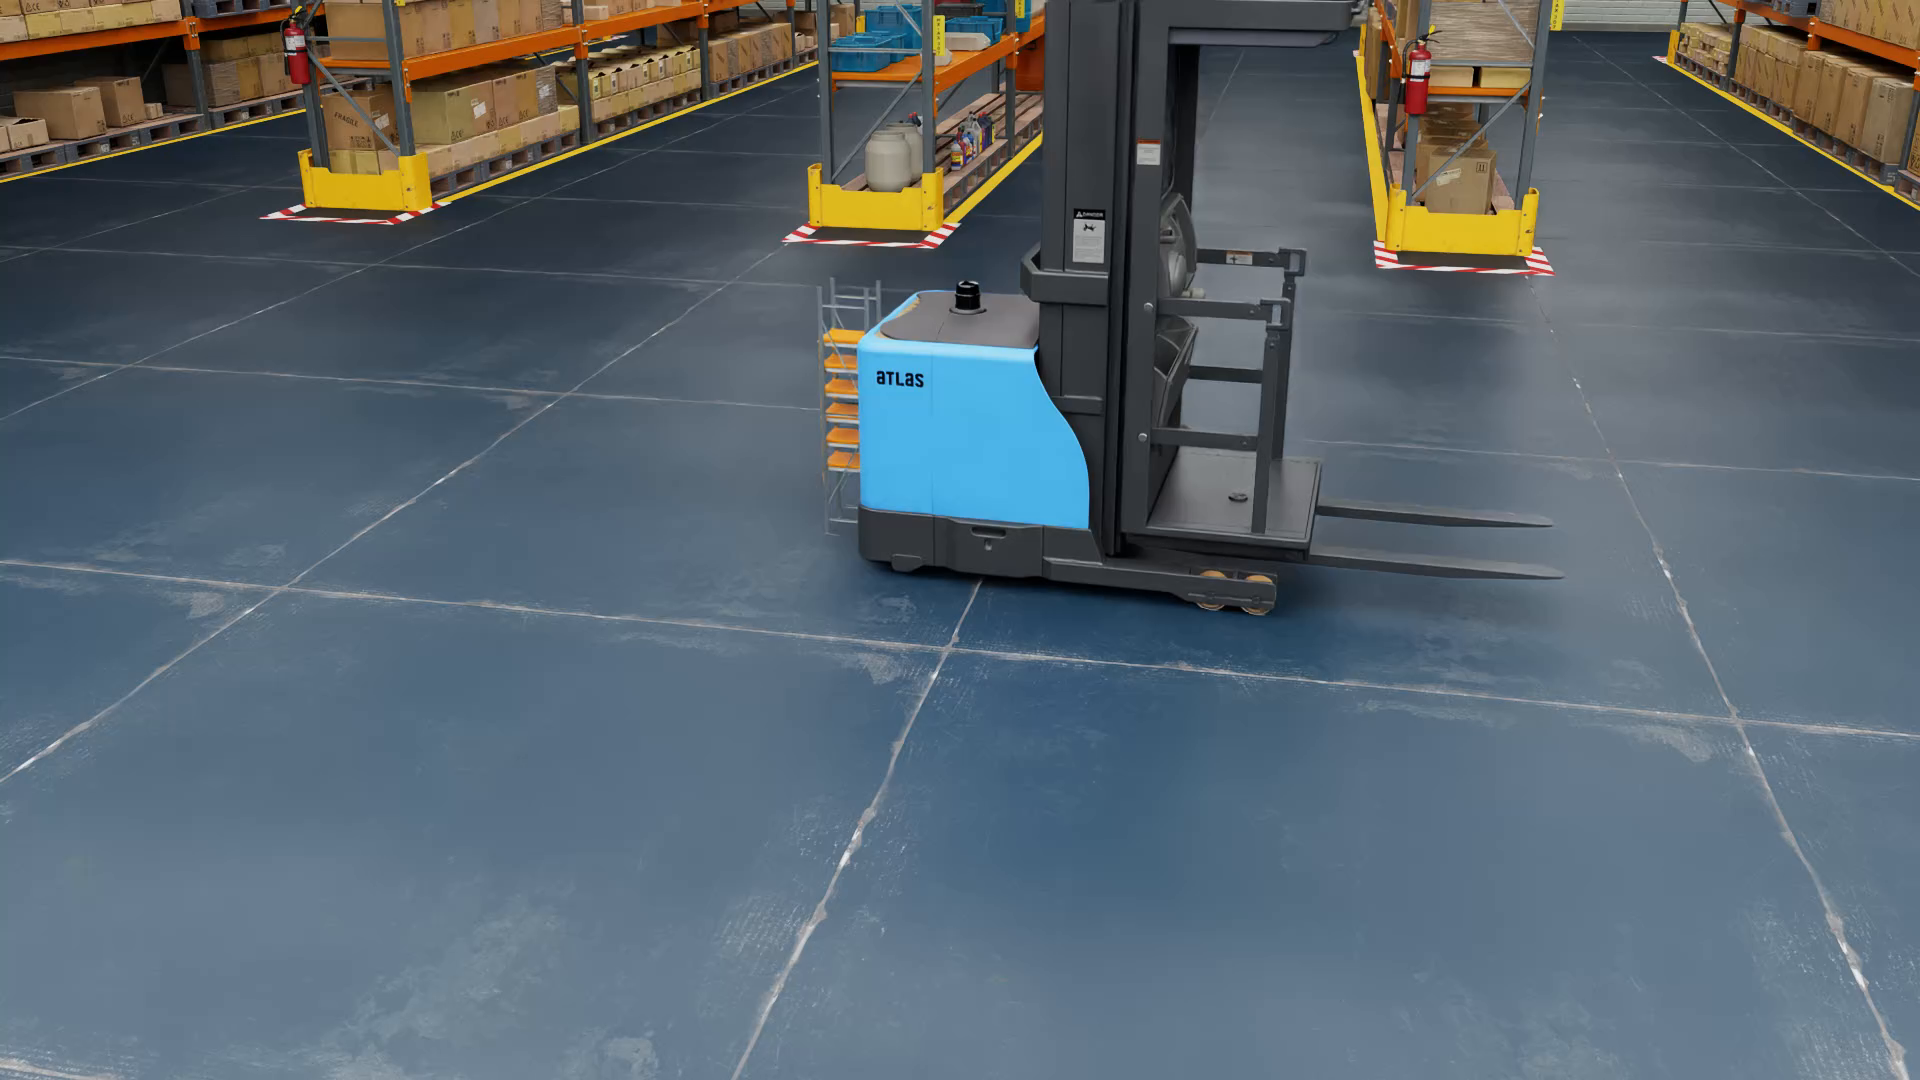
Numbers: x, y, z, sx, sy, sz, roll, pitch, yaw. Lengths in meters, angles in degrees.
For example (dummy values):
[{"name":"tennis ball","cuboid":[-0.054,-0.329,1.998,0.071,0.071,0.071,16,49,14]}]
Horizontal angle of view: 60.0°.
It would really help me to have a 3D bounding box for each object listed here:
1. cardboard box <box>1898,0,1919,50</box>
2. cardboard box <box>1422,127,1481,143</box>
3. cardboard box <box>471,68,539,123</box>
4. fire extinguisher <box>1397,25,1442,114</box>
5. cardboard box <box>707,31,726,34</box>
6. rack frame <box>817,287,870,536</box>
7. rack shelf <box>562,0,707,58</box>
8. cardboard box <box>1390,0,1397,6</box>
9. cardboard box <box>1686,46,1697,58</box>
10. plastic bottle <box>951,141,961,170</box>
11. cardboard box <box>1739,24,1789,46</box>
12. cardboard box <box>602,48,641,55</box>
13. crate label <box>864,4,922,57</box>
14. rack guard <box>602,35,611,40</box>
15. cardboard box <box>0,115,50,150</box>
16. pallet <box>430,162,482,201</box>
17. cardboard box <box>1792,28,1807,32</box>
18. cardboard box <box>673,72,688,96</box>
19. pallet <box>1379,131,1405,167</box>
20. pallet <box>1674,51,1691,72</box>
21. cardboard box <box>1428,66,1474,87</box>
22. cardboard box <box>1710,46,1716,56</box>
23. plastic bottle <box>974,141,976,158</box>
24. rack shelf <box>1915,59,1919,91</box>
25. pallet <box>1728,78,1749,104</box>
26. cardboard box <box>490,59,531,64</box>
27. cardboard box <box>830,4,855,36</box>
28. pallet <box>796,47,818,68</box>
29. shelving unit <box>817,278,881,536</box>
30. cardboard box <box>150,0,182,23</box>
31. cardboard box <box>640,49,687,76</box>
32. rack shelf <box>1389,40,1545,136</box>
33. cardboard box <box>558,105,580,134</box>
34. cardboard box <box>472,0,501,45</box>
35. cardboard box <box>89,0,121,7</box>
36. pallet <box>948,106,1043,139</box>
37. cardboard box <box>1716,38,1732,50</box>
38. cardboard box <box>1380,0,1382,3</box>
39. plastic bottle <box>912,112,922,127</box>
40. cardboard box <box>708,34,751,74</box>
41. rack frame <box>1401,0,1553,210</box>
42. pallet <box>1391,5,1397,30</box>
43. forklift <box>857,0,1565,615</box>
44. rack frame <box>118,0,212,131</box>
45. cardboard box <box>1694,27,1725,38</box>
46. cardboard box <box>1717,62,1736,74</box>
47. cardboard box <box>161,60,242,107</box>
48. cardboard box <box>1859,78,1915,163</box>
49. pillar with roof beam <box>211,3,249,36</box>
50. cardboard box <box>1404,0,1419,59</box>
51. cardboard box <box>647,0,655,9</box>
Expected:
[{"name":"cardboard box","cuboid":[9.629,-5.099,16.365,0.500,0.500,0.500,4,22,11]},{"name":"cardboard box","cuboid":[4.512,-3.505,15.324,0.500,0.500,0.500,7,23,16]},{"name":"cardboard box","cuboid":[-4.840,-4.729,17.694,0.500,0.500,0.500,4,22,11]},{"name":"fire extinguisher","cuboid":[3.659,-3.751,13.255,0.296,0.674,0.183,4,22,11]},{"name":"cardboard box","cuboid":[-3.764,-7.262,24.627,0.500,0.500,0.500,4,22,9]},{"name":"rack frame","cuboid":[-0.524,-0.570,7.662,0.240,1.200,0.006,5,23,13]},{"name":"rack shelf","cuboid":[-4.340,-6.411,20.719,1.077,0.370,4.000,4,22,11]},{"name":"cardboard box","cuboid":[5.198,-6.249,18.993,0.500,0.250,0.500,4,22,9]},{"name":"cardboard box","cuboid":[11.636,-7.657,26.104,0.380,0.149,0.250,5,22,12]},{"name":"plastic bottle","cuboid":[-0.040,-3.749,16.210,0.097,0.271,0.097,0,22,0]},{"name":"cardboard box","cuboid":[11.007,-6.900,22.751,0.500,0.250,0.500,3,22,9]},{"name":"cardboard box","cuboid":[-4.425,-6.293,21.832,0.500,0.311,0.500,4,22,10]},{"name":"crate label","cuboid":[-0.605,-4.881,15.911,0.502,0.435,0.616,4,22,11]},{"name":"rack guard","cuboid":[-7.144,-9.627,31.088,1.175,0.500,0.348,4,22,11]},{"name":"cardboard box","cuboid":[-10.069,-4.338,17.619,0.500,0.311,0.500,6,23,15]},{"name":"pallet","cuboid":[-5.449,-3.539,16.359,1.003,0.211,1.213,4,22,11]},{"name":"cardboard box","cuboid":[11.394,-6.672,22.184,0.500,0.250,0.500,6,23,13]},{"name":"cardboard box","cuboid":[-3.902,-5.995,21.843,0.500,0.250,0.500,4,22,10]},{"name":"pallet","cuboid":[5.107,-4.248,18.118,1.003,0.211,1.213,4,22,11]},{"name":"pallet","cuboid":[12.017,-7.614,26.477,1.003,0.211,1.213,4,22,11]},{"name":"cardboard box","cuboid":[3.989,-3.797,13.602,0.380,0.149,0.250,4,22,11]},{"name":"cardboard box","cuboid":[11.430,-7.295,24.808,0.380,0.149,0.250,5,22,12]},{"name":"plastic bottle","cuboid":[0.112,-3.990,16.902,0.097,0.201,0.097,0,22,0]},{"name":"rack shelf","cuboid":[9.376,-3.776,14.177,1.077,0.370,4.000,4,22,11]},{"name":"pallet","cuboid":[11.259,-6.189,22.938,1.003,0.211,1.213,4,22,11]},{"name":"cardboard box","cuboid":[-5.149,-5.134,18.702,0.500,0.500,0.500,4,22,11]},{"name":"cardboard box","cuboid":[-2.169,-9.228,29.510,0.500,0.500,0.500,4,22,11]},{"name":"pallet","cuboid":[-2.974,-7.896,27.177,1.003,0.211,1.213,4,22,11]},{"name":"shelving unit","cuboid":[-0.501,-0.603,7.744,0.258,1.200,0.189,5,23,13]},{"name":"cardboard box","cuboid":[-9.398,-6.133,19.239,0.500,0.250,0.500,5,22,11]},{"name":"cardboard box","cuboid":[-3.897,-6.254,21.736,0.500,0.311,0.500,4,22,10]},{"name":"rack shelf","cuboid":[4.541,-4.191,15.208,1.077,0.370,4.000,4,22,11]},{"name":"cardboard box","cuboid":[-4.628,-4.746,18.741,0.500,0.250,0.500,4,22,11]},{"name":"cardboard box","cuboid":[-5.143,-5.333,16.945,0.700,0.500,0.500,5,23,13]},{"name":"cardboard box","cuboid":[-9.601,-6.114,18.189,0.500,0.500,0.500,4,22,9]},{"name":"pallet","cuboid":[0.470,-5.078,20.180,1.003,0.211,1.213,4,22,11]},{"name":"cardboard box","cuboid":[11.292,-7.253,24.306,0.380,0.149,0.250,4,22,10]},{"name":"cardboard box","cuboid":[5.834,-7.337,21.922,0.500,0.500,0.500,4,22,9]},{"name":"plastic bottle","cuboid":[-0.470,-4.346,17.586,0.144,0.351,0.185,5,22,12]},{"name":"cardboard box","cuboid":[-3.350,-7.040,24.076,0.500,0.500,0.500,4,22,10]},{"name":"rack frame","cuboid":[4.133,-3.793,13.257,1.000,3.000,0.127,4,22,11]},{"name":"pallet","cuboid":[5.402,-5.903,18.753,1.003,0.211,1.213,4,22,11]},{"name":"forklift","cuboid":[1.116,-1.261,7.060,3.031,2.935,1.130,5,23,13]},{"name":"rack frame","cuboid":[-9.598,-6.389,19.702,1.000,3.000,0.127,4,22,11]},{"name":"cardboard box","cuboid":[11.709,-7.923,25.969,0.380,0.149,0.250,3,22,8]},{"name":"cardboard box","cuboid":[11.163,-6.809,23.999,0.380,0.149,0.250,5,22,12]},{"name":"cardboard box","cuboid":[-9.464,-5.704,20.759,0.700,0.500,0.500,5,23,13]},{"name":"cardboard box","cuboid":[9.823,-4.226,16.782,1.050,0.750,0.750,4,22,11]},{"name":"pillar with roof beam","cuboid":[-5.679,-9.897,20.382,9.100,9.000,0.400,4,22,11]},{"name":"cardboard box","cuboid":[4.257,-4.369,14.154,0.875,0.500,0.500,4,22,11]},{"name":"cardboard box","cuboid":[-4.137,-6.889,21.279,0.380,0.149,0.250,6,23,15]}]
